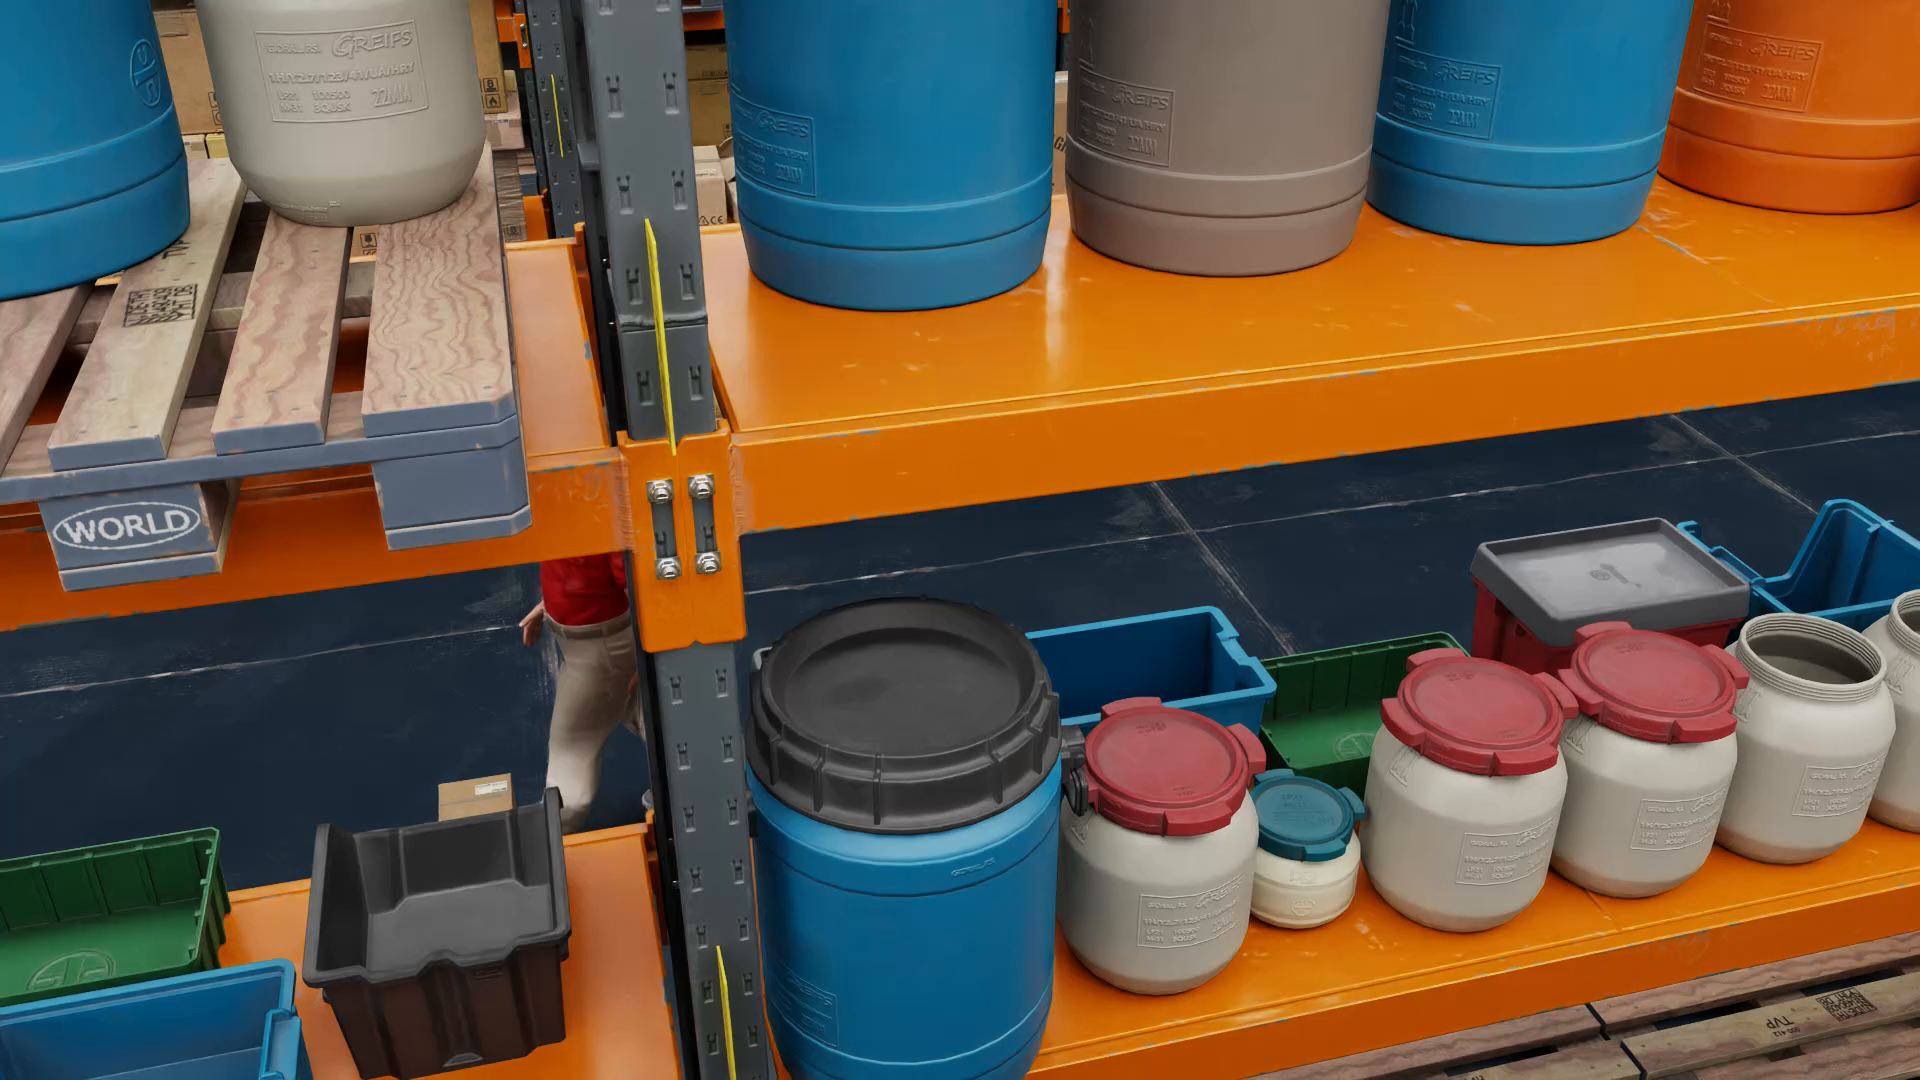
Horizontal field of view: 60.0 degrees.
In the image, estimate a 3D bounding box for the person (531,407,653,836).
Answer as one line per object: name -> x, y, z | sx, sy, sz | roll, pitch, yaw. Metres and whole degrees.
person -> -1.265, 0.328, 5.600 | 0.836, 1.696, 0.545 | -8, 31, -13
